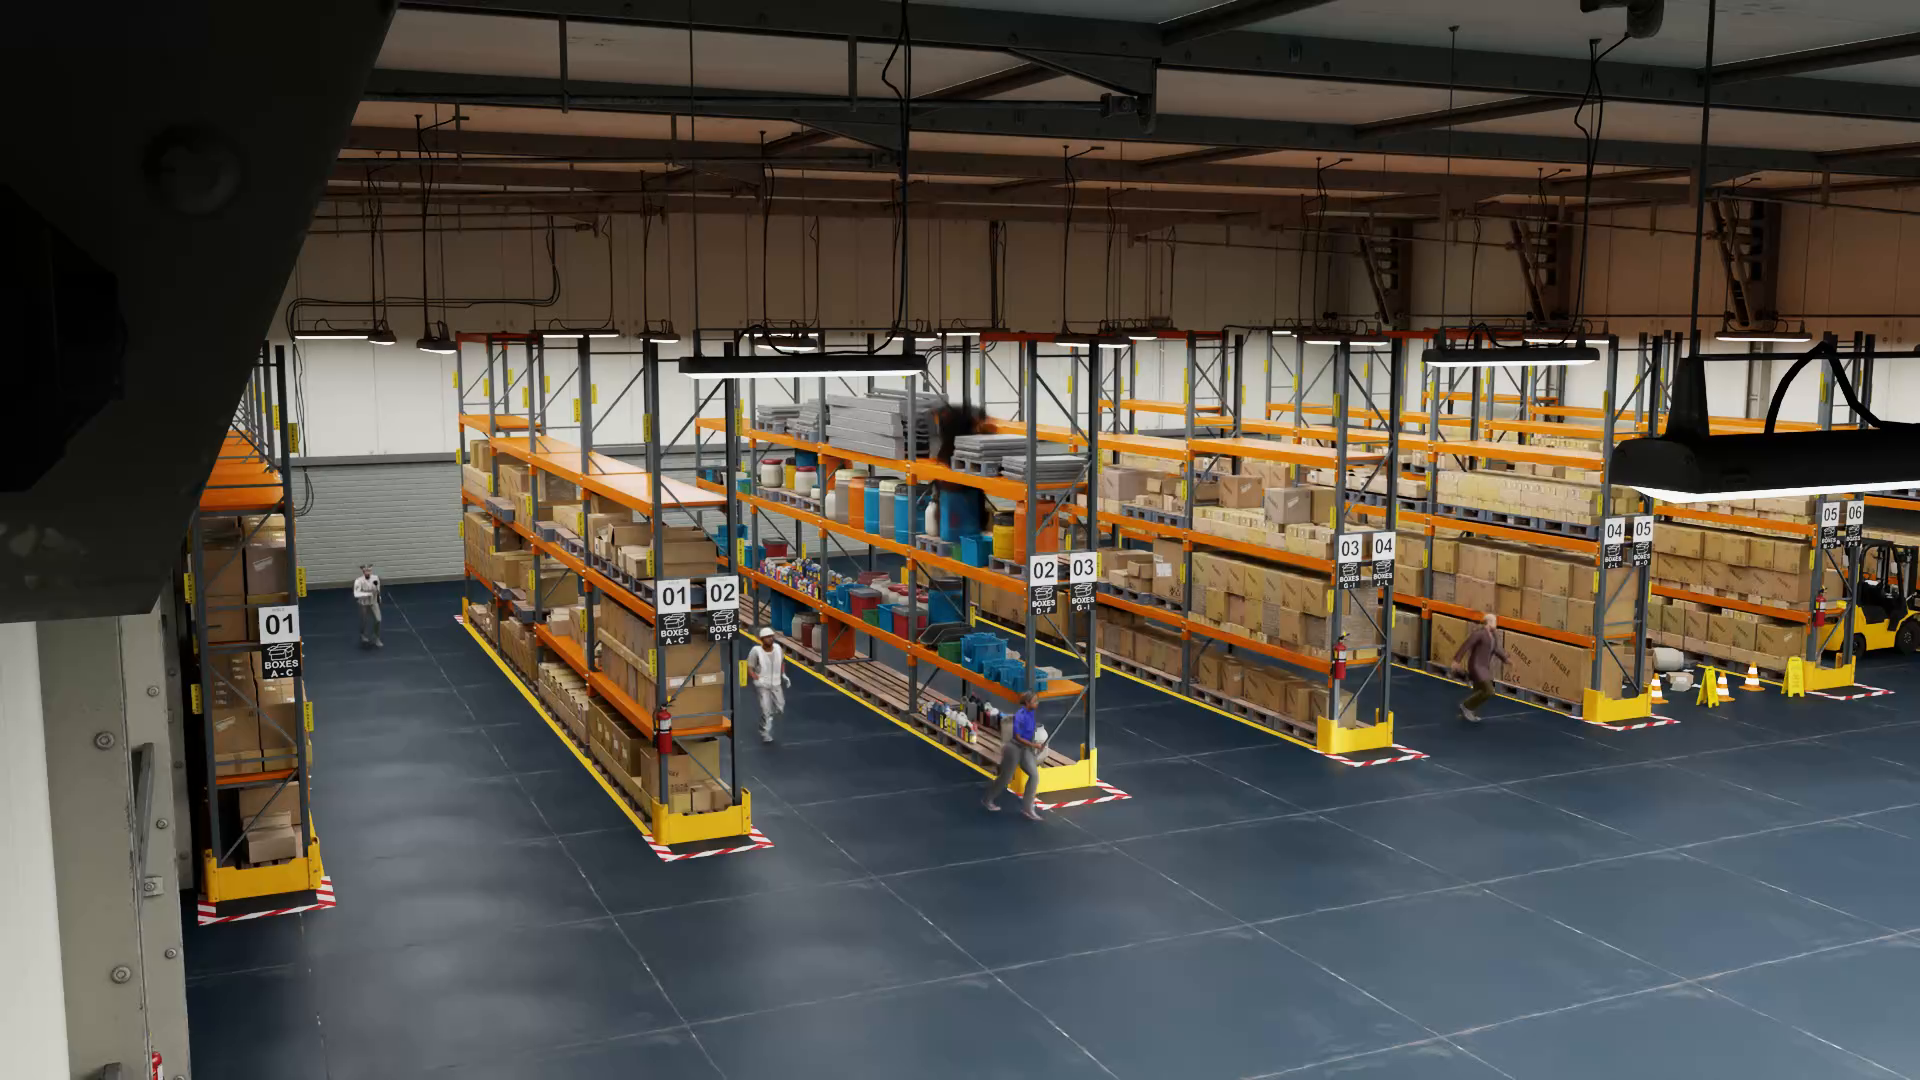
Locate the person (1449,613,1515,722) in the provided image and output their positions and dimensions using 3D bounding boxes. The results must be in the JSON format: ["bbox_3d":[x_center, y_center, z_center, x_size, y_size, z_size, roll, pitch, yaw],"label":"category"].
[{"bbox_3d":[8.139,1.989,25.827,0.871,1.724,0.682,6,9,36],"label":"person"}]

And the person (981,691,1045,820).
[{"bbox_3d":[0.709,2.711,21.104,0.853,1.665,0.565,5,9,31],"label":"person"}]

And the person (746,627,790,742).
[{"bbox_3d":[-2.856,2.147,24.780,0.679,1.724,0.645,-5,9,-32],"label":"person"}]

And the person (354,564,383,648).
[{"bbox_3d":[-11.330,1.234,31.818,0.555,1.635,0.920,-5,9,-33],"label":"person"}]
